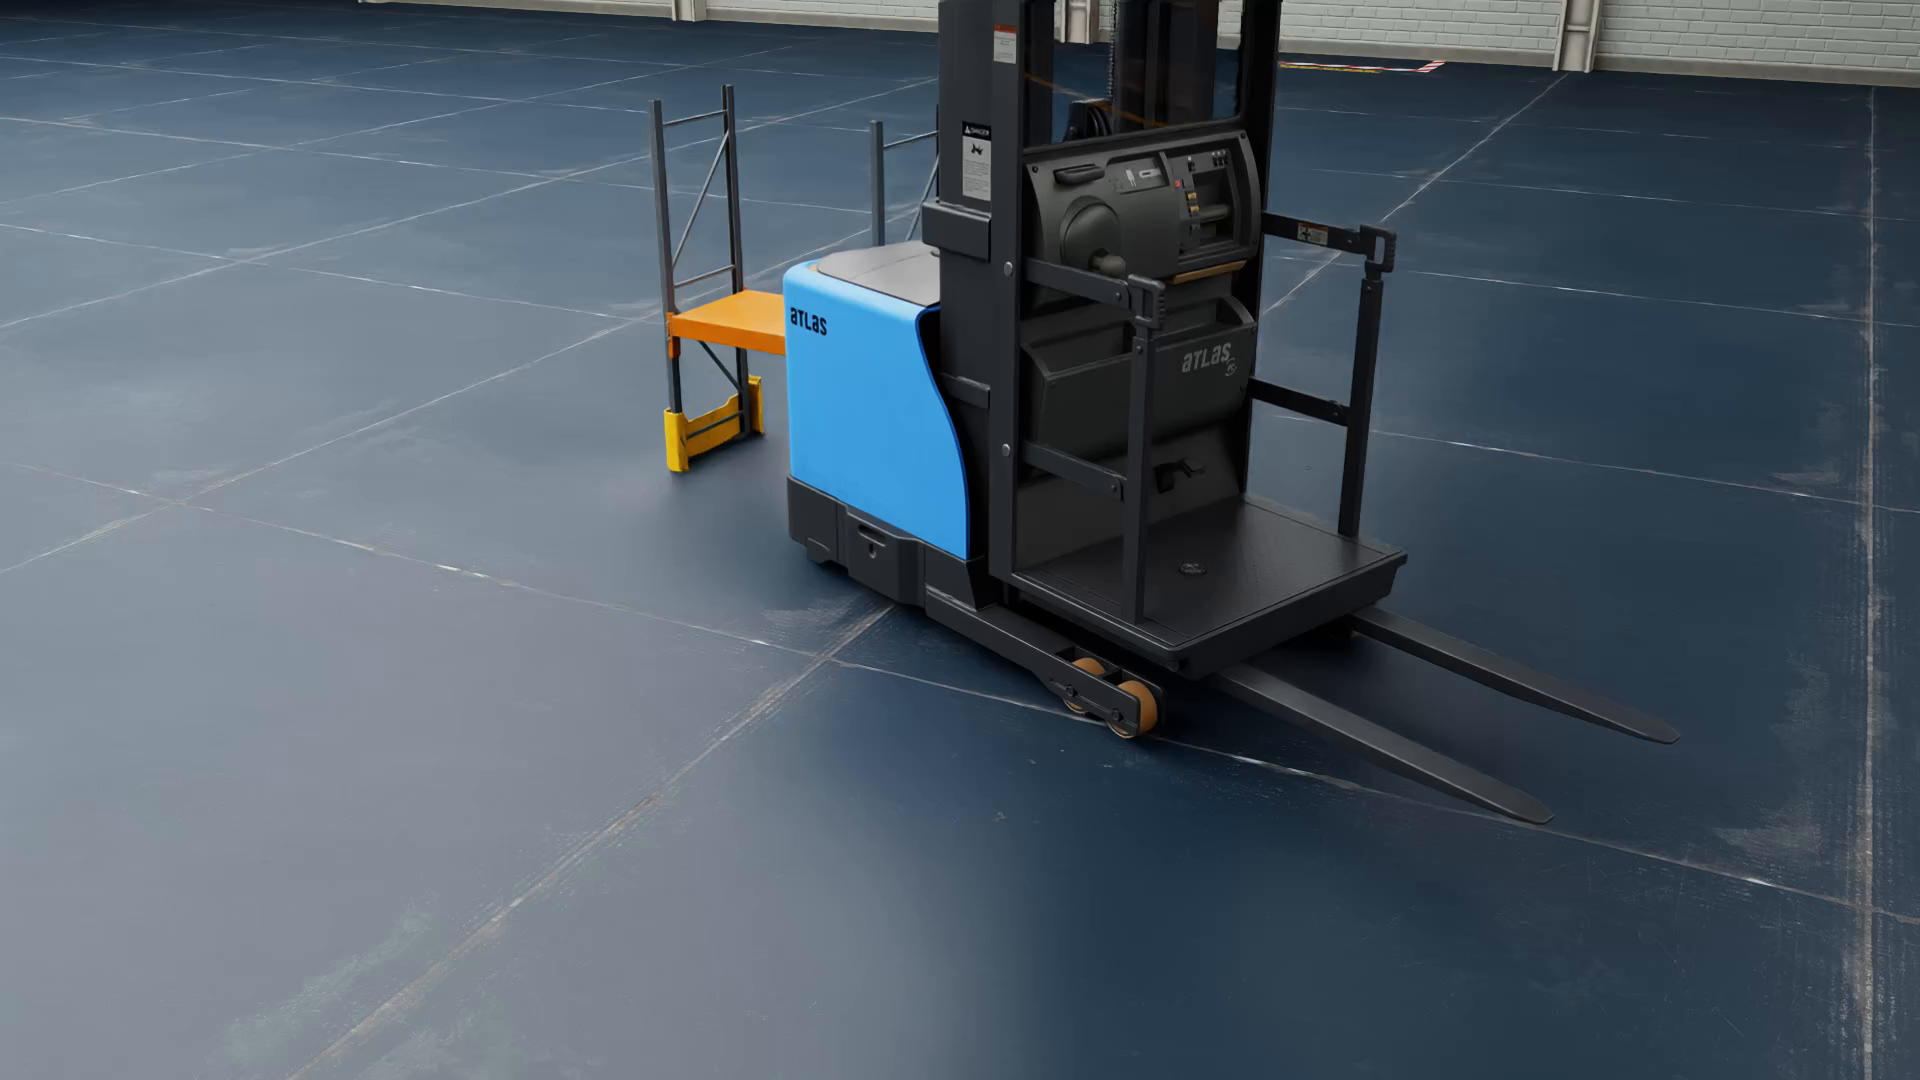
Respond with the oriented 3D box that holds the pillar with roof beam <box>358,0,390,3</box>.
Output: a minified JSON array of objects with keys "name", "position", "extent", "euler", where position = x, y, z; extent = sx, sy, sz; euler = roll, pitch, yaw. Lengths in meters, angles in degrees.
[{"name":"pillar with roof beam","position":[-11.134,-11.088,20.824],"extent":[0.400,9.000,9.100],"euler":[11,25,25]}]

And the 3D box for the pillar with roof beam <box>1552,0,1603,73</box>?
[{"name":"pillar with roof beam","position":[4.930,-7.910,13.351],"extent":[0.400,9.000,9.100],"euler":[11,25,25]}]

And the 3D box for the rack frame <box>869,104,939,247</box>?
[{"name":"rack frame","position":[-0.185,-0.883,6.410],"extent":[0.032,1.500,0.500],"euler":[13,26,28]}]

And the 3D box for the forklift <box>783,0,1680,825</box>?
[{"name":"forklift","position":[0.702,-0.989,4.831],"extent":[1.130,2.935,3.031],"euler":[-18,29,-36]}]

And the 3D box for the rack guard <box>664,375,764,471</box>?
[{"name":"rack guard","position":[-1.046,-0.505,7.117],"extent":[0.087,0.250,0.587],"euler":[13,26,28]}]

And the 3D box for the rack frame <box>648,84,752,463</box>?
[{"name":"rack frame","position":[-1.063,-1.084,6.882],"extent":[0.032,1.500,0.500],"euler":[13,26,28]}]

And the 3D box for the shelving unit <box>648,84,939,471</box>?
[{"name":"shelving unit","position":[-0.616,-0.982,6.642],"extent":[1.083,1.500,0.587],"euler":[13,26,28]}]

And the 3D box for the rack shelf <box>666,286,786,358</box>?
[{"name":"rack shelf","position":[-0.624,-0.818,6.717],"extent":[1.000,0.185,0.538],"euler":[13,26,28]}]

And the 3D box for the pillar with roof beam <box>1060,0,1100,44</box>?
[{"name":"pillar with roof beam","position":[-0.425,-8.969,15.842],"extent":[0.400,9.000,9.100],"euler":[11,25,25]}]

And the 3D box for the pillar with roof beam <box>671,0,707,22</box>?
[{"name":"pillar with roof beam","position":[-5.779,-10.029,18.333],"extent":[0.400,9.000,9.100],"euler":[11,25,25]}]
